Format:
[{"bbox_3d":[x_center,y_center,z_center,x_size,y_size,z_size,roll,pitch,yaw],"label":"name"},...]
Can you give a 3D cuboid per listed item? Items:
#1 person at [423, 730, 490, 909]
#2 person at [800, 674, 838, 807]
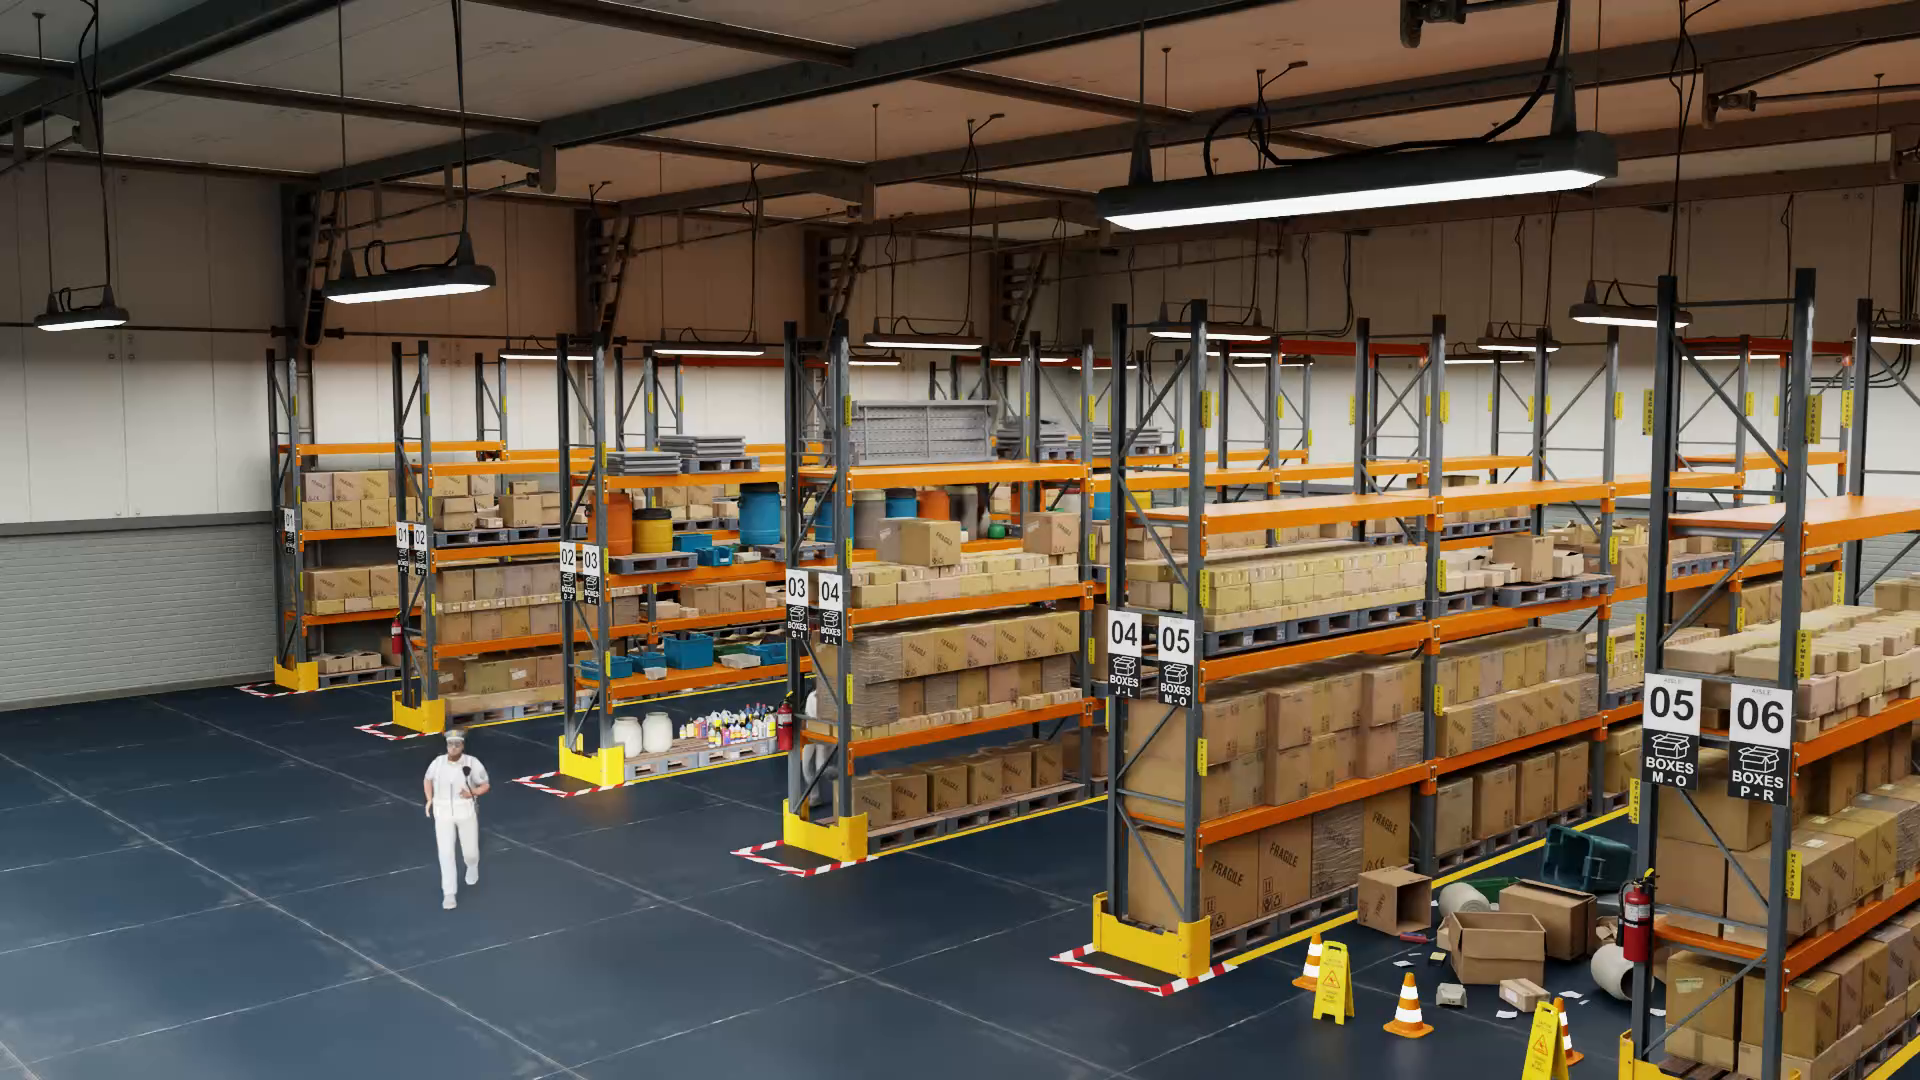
[{"bbox_3d":[-5.158,2.805,17.023,0.673,1.749,0.910,-1,5,-11],"label":"person"},{"bbox_3d":[-1.740,2.490,21.002,0.704,1.723,0.696,4,6,36],"label":"person"}]
